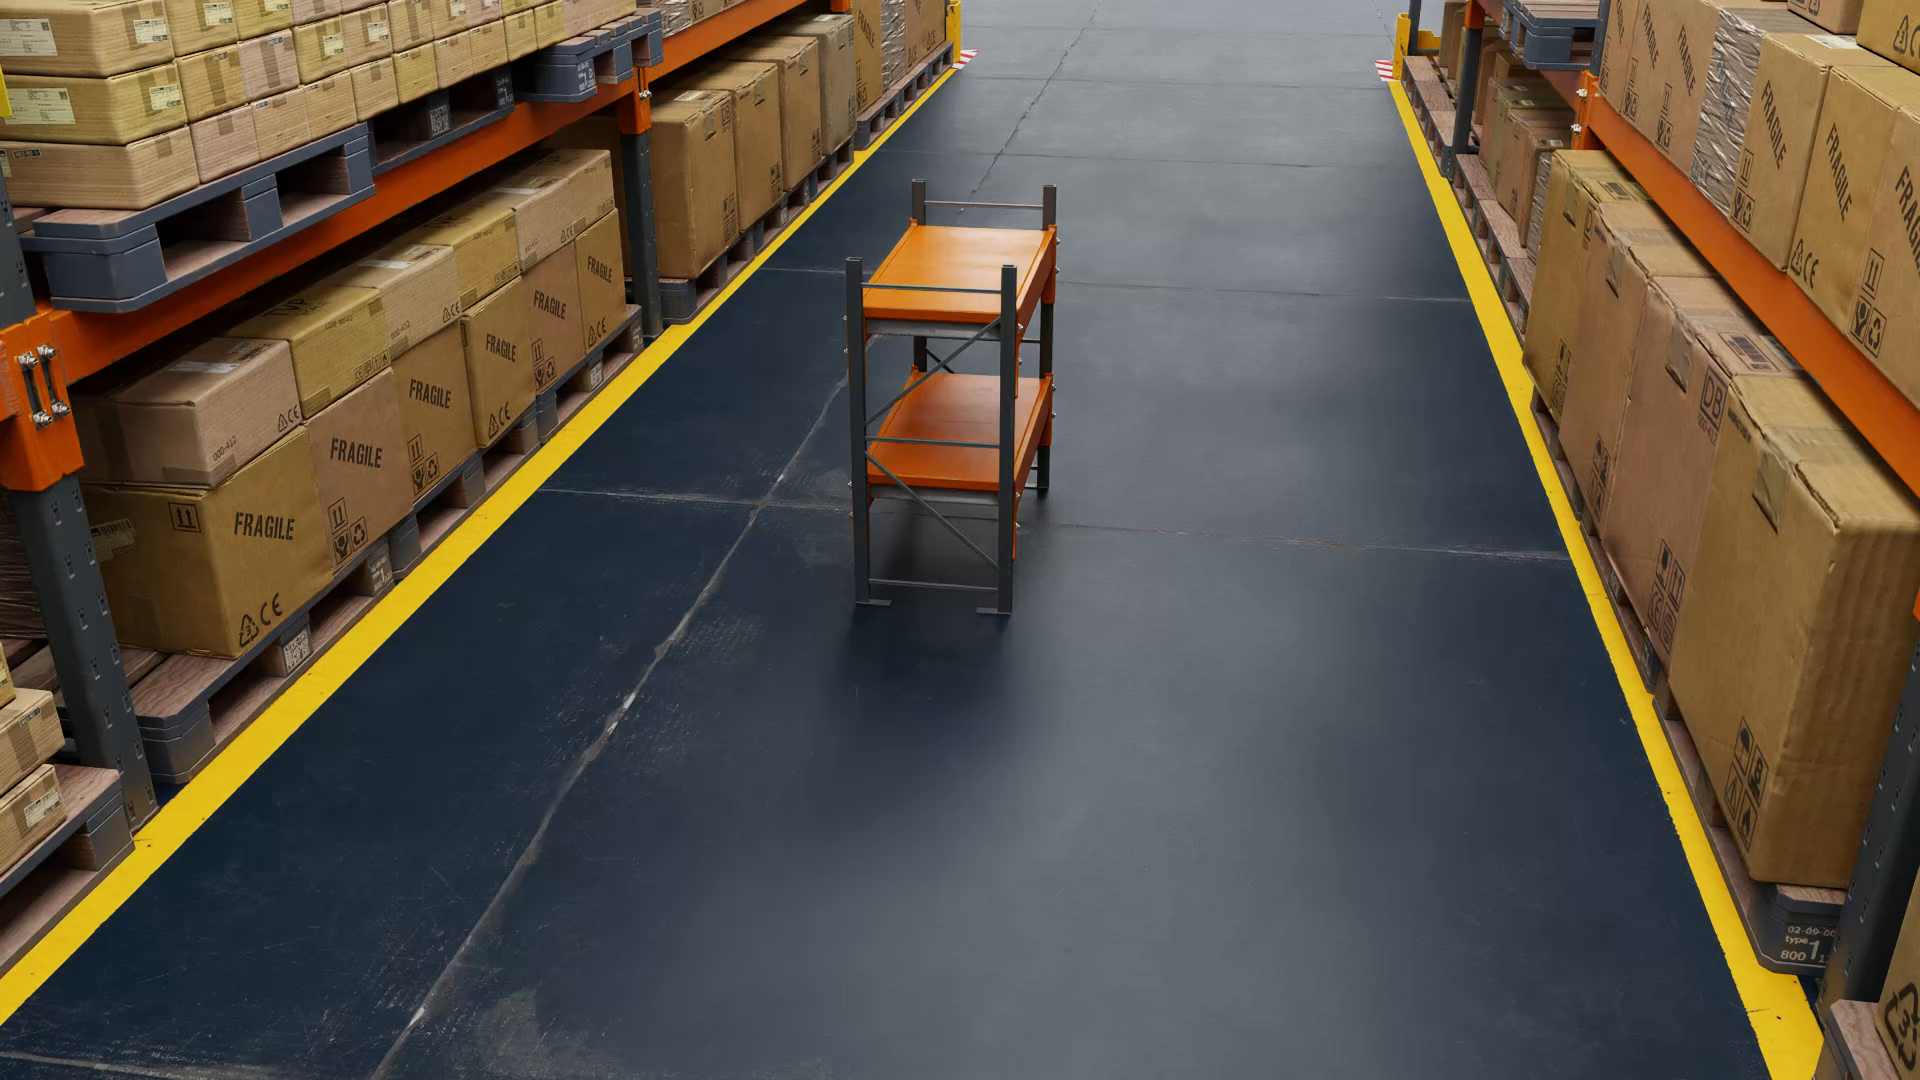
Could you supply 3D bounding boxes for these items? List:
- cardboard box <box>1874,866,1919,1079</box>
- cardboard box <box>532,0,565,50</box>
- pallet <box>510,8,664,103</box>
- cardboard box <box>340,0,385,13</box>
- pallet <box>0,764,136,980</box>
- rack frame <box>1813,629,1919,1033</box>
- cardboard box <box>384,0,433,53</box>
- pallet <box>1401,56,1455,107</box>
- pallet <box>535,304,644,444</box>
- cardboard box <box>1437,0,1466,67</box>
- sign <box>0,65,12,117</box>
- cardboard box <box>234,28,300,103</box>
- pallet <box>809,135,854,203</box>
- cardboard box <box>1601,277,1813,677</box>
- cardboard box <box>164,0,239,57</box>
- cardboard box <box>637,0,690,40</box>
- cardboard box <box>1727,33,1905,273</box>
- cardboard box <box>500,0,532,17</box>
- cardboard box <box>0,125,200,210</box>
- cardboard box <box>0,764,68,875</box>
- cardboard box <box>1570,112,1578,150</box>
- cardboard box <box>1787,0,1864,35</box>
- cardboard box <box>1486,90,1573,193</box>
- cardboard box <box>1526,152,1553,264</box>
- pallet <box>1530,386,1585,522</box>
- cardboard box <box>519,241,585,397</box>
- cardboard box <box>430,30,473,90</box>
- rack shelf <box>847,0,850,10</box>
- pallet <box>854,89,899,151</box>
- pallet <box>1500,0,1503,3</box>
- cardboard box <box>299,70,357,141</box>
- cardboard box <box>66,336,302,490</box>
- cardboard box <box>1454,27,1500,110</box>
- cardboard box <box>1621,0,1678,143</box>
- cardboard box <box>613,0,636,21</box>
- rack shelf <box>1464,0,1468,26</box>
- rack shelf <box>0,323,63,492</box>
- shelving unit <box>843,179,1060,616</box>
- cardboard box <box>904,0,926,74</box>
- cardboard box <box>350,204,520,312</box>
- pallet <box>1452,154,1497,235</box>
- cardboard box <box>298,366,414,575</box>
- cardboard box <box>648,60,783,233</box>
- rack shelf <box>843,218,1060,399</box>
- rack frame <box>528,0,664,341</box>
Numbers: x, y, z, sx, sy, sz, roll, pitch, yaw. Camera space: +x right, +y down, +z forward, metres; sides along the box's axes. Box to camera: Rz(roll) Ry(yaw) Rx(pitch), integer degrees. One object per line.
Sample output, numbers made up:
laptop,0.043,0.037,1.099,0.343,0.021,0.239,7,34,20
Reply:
cardboard box,2.137,0.757,2.605,0.875,0.875,0.875,4,25,9
cardboard box,-1.655,-1.867,6.002,0.380,0.149,0.250,4,25,8
pallet,-1.911,-1.952,6.608,1.213,0.211,1.003,4,25,9
cardboard box,-1.867,-1.586,4.698,0.380,0.149,0.250,4,25,8
pallet,-2.628,0.875,3.632,1.003,0.211,1.213,4,25,9
rack frame,2.323,-0.286,2.822,1.000,3.000,0.127,4,25,9
cardboard box,-1.826,-1.565,5.004,0.380,0.149,0.250,4,25,8
pallet,4.105,-3.672,13.346,1.003,0.211,1.213,4,25,9
pallet,-2.029,-0.755,7.113,1.003,0.211,1.213,4,25,9
cardboard box,4.166,-4.102,13.429,0.500,0.500,0.500,9,27,18
sign,-2.017,-1.029,3.389,0.100,0.325,0.005,4,25,9
cardboard box,-1.953,-1.232,4.294,0.380,0.149,0.250,5,25,10
pallet,-1.298,-2.426,10.685,1.003,0.211,1.213,4,25,9
cardboard box,2.554,-0.156,4.556,1.225,0.875,0.875,3,25,7
cardboard box,-1.996,-1.267,4.018,0.380,0.149,0.250,5,25,10
cardboard box,-1.560,-2.559,7.560,0.500,0.500,0.500,4,25,9
cardboard box,2.297,-0.971,4.168,0.500,0.500,0.500,4,25,8
cardboard box,-1.698,-1.887,5.693,0.380,0.149,0.250,4,25,8
cardboard box,-2.035,-0.881,3.894,0.380,0.149,0.250,3,25,6
cardboard box,-2.281,0.617,3.761,0.380,0.149,0.250,4,25,9
cardboard box,3.134,-1.870,7.752,0.500,0.250,0.500,7,26,14
cardboard box,2.629,-1.600,4.329,0.797,0.503,0.637,5,26,10
cardboard box,3.413,-2.245,9.438,0.700,0.500,0.500,4,25,8
cardboard box,3.145,-1.540,7.932,0.700,0.500,0.500,2,25,4
pallet,2.774,-0.371,6.294,1.003,0.211,1.213,4,25,9
cardboard box,-1.838,-0.892,6.571,0.500,0.500,0.500,5,26,11
cardboard box,-1.783,-1.532,5.286,0.380,0.149,0.250,3,25,6
rack shelf,-0.919,-4.528,12.734,1.077,0.370,4.000,4,25,9
pallet,-1.044,-3.067,12.053,1.003,0.211,1.213,4,25,9
pallet,3.260,-2.702,8.211,1.003,0.211,1.213,4,25,9
cardboard box,-1.909,-1.206,4.590,0.380,0.149,0.250,4,25,9
cardboard box,-2.172,-0.360,4.549,0.500,0.250,0.500,3,25,6
cardboard box,3.846,-3.359,11.841,0.500,0.500,0.500,2,25,4
cardboard box,2.547,-1.603,5.519,0.500,0.500,0.500,3,25,7
cardboard box,-1.527,-2.183,6.676,0.380,0.149,0.250,4,25,9
rack shelf,3.958,-4.142,11.909,1.077,0.370,4.000,4,25,9
rack shelf,-2.880,0.491,2.012,1.077,0.370,4.000,4,25,9
shelving unit,-0.001,-0.507,5.506,0.538,1.125,1.048,4,25,9
cardboard box,-0.780,-4.262,13.328,0.875,0.875,0.875,4,25,8
cardboard box,-1.923,-1.014,5.948,0.500,0.250,0.500,5,25,10
pallet,3.505,-2.043,9.865,1.003,0.211,1.213,4,25,9
cardboard box,-2.086,-0.242,5.181,0.500,0.500,0.500,5,26,11
cardboard box,-1.572,-2.130,8.921,1.050,0.750,0.750,4,25,9
rack shelf,-0.001,-0.772,5.381,0.538,0.278,1.000,4,25,9
rack frame,-1.900,-2.344,7.220,1.000,3.000,0.127,4,25,9
